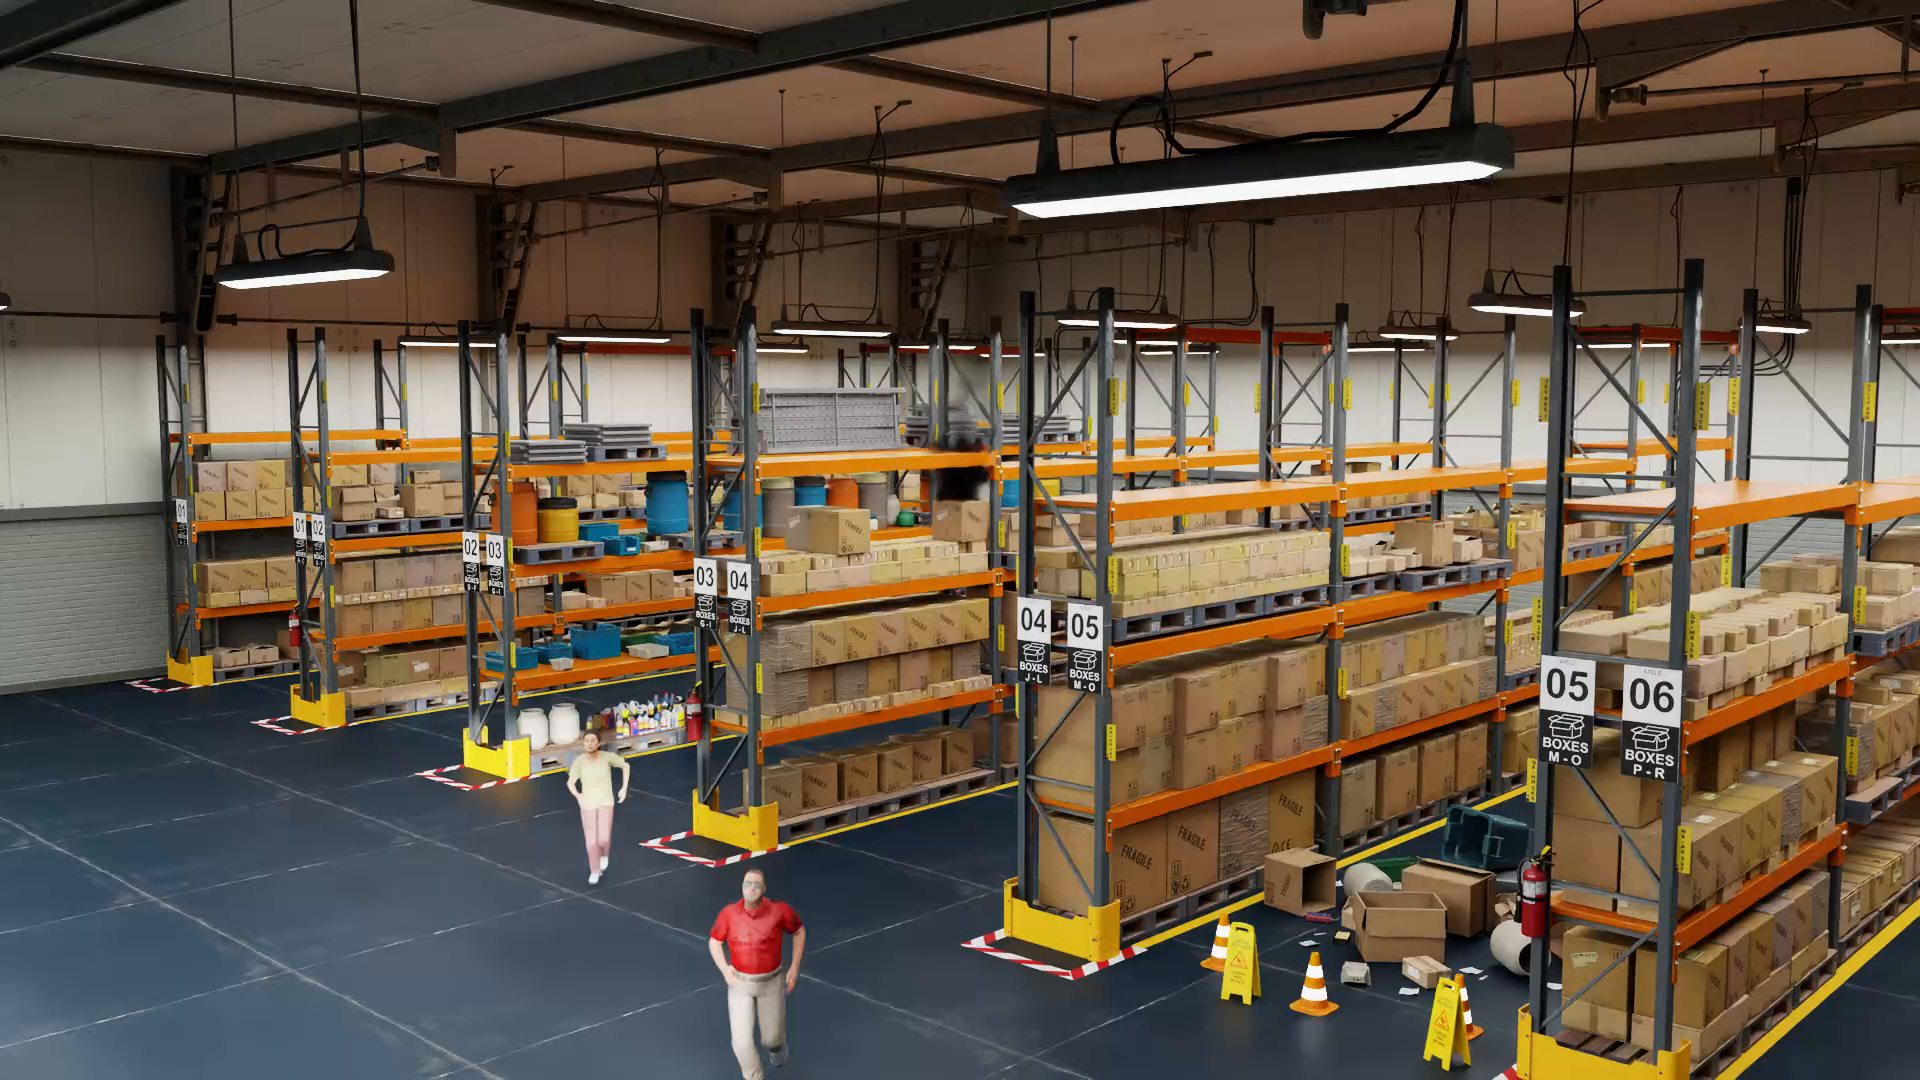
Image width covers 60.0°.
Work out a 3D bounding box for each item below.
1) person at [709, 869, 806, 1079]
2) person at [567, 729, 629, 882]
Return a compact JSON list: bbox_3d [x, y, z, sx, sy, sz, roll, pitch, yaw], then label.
[{"bbox_3d":[-1.471,3.210,12.033,0.697,1.693,0.627,0,5,-1],"label":"person"},{"bbox_3d":[-3.733,2.752,17.132,0.609,1.628,0.636,0,5,-3],"label":"person"}]
